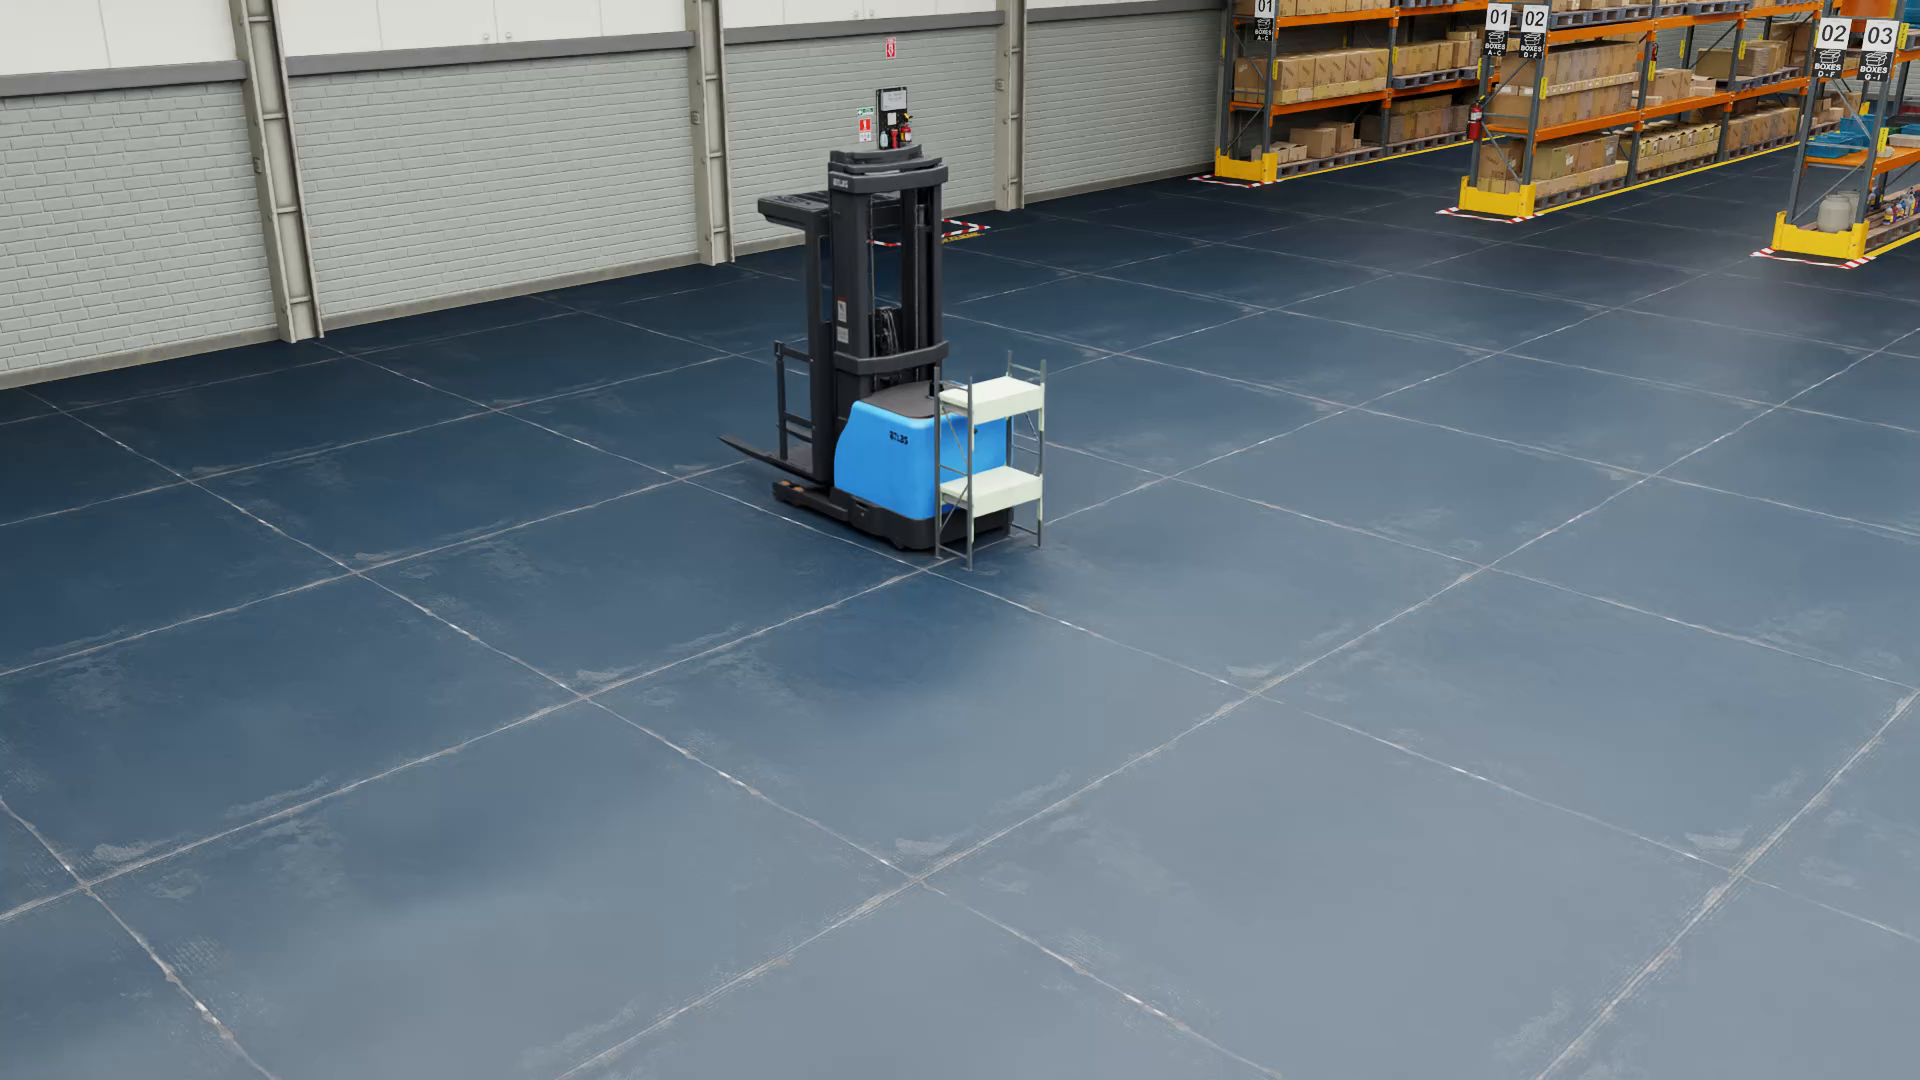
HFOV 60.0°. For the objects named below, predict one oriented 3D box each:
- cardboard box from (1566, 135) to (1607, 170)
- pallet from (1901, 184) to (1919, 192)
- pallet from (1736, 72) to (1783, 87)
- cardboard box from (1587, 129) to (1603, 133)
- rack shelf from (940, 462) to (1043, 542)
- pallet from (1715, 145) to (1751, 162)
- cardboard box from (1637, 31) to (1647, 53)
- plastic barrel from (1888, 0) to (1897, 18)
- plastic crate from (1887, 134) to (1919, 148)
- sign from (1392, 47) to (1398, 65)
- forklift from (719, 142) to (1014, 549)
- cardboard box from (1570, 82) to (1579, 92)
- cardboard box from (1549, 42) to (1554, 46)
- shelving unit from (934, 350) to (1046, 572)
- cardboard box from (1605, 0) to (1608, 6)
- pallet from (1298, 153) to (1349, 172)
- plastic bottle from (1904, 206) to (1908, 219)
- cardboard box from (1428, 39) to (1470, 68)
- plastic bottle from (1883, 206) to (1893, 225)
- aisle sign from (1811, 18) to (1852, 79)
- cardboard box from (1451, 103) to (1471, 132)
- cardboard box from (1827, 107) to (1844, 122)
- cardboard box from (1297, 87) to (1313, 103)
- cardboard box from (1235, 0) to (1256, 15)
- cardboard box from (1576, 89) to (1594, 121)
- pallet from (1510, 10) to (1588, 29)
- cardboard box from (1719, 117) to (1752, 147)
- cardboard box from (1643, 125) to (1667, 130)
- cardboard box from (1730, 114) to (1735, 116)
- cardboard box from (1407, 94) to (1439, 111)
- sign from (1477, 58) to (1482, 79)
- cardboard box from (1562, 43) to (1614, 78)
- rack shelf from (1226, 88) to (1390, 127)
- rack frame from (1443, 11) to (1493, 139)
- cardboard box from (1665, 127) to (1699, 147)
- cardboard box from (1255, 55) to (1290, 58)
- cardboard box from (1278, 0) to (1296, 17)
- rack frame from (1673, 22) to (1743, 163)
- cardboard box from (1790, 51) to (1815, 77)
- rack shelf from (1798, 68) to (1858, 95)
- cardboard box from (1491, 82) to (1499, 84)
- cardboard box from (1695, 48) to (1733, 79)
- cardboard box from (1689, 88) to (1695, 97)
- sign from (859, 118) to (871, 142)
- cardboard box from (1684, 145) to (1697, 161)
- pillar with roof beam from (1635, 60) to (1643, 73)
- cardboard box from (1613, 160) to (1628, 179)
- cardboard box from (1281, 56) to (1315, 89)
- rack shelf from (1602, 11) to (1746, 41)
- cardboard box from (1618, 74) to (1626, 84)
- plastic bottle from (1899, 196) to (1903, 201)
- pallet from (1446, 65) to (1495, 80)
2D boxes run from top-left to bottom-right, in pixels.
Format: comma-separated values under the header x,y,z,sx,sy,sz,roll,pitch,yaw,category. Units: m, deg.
x,y,z,sx,sy,sz,roll,pitch,yaw,category
10.592,-6.578,28.211,0.500,0.500,0.500,19,28,41,cardboard box
16.379,-5.729,27.686,1.003,0.211,1.213,19,28,41,pallet
15.605,-9.184,33.056,1.003,0.211,1.213,19,28,41,pallet
10.914,-6.966,29.220,0.500,0.500,0.500,19,28,41,cardboard box
0.225,-0.296,12.663,0.720,0.370,0.431,-18,27,-38,rack shelf
14.800,-7.654,32.693,1.003,0.211,1.213,19,28,41,pallet
15.933,-12.075,39.890,0.700,0.700,0.980,-19,28,-40,cardboard box
12.922,-7.485,23.338,0.600,0.588,0.600,0,21,0,plastic barrel
14.057,-5.900,24.612,0.530,0.136,0.437,19,28,41,plastic crate
8.304,-9.254,31.763,0.100,0.325,0.005,19,28,41,sign
-0.914,-1.747,13.535,1.130,2.935,3.031,-17,27,-38,forklift
9.818,-7.379,27.048,0.380,0.149,0.250,18,27,39,cardboard box
12.644,-10.793,36.391,0.500,0.500,0.500,19,28,41,cardboard box
0.225,-0.600,12.546,0.755,1.500,0.431,-18,27,-38,shelving unit
10.222,-9.063,27.367,0.637,0.503,0.797,-16,26,-36,cardboard box
6.616,-7.185,31.475,1.003,0.211,1.213,19,28,41,pallet
14.227,-4.955,25.073,0.097,0.201,0.097,0,21,0,plastic bottle
10.009,-9.990,34.132,0.700,0.500,0.500,16,26,36,cardboard box
13.706,-4.796,24.560,0.097,0.271,0.097,0,21,0,plastic bottle
11.955,-6.745,22.819,0.394,0.787,0.004,19,28,41,aisle sign
10.235,-8.852,34.796,0.500,0.500,0.700,-20,29,-41,cardboard box
18.946,-9.313,36.343,0.500,0.250,0.500,19,28,41,cardboard box
6.039,-8.078,30.091,0.500,0.250,0.500,18,28,39,cardboard box
5.229,-9.582,29.476,0.500,0.500,0.500,-18,27,-38,cardboard box
10.084,-7.279,27.691,0.500,0.500,0.700,-19,28,-40,cardboard box
9.183,-8.251,26.302,1.003,0.211,1.213,19,28,41,pallet
15.136,-7.993,32.560,0.500,0.500,0.500,18,27,39,cardboard box
12.959,-7.618,31.180,0.500,0.311,0.500,18,28,39,cardboard box
15.098,-8.244,33.212,0.500,0.500,0.500,18,27,39,cardboard box
9.438,-8.938,33.974,0.500,0.250,0.500,19,28,40,cardboard box
8.292,-7.507,26.481,0.100,0.325,0.005,19,28,41,sign
10.455,-8.023,27.818,0.700,0.500,0.500,19,28,41,cardboard box
6.515,-8.134,31.058,1.077,0.370,4.000,19,28,41,rack shelf
10.700,-10.012,34.942,1.000,3.000,0.127,19,28,41,rack frame
13.351,-7.487,30.838,0.500,0.311,0.500,19,28,40,cardboard box
5.654,-8.546,30.264,0.500,0.500,0.500,-20,29,-41,cardboard box
5.532,-9.435,29.092,0.500,0.500,0.500,-19,28,-41,cardboard box
14.252,-8.773,31.718,1.000,3.000,0.127,19,28,41,rack frame
17.593,-9.911,34.539,0.500,0.500,0.500,-19,28,-41,cardboard box
18.438,-9.979,35.860,1.077,0.370,4.000,19,28,41,rack shelf
11.923,-9.584,36.240,0.750,0.750,0.750,19,28,40,cardboard box
14.611,-9.206,32.120,0.700,0.500,0.500,9,23,23,cardboard box
13.403,-8.314,30.874,0.250,0.149,0.380,-18,27,-38,cardboard box
-1.409,-6.084,24.673,0.001,0.329,0.234,19,28,41,sign
13.350,-7.227,30.944,0.500,0.250,0.500,-19,28,-41,cardboard box
20.629,-14.702,38.781,9.100,9.000,0.400,19,28,41,pillar with roof beam
11.295,-6.483,29.009,0.500,0.250,0.500,19,28,41,cardboard box
6.020,-8.417,29.928,0.500,0.500,0.500,19,28,41,cardboard box
12.857,-9.323,29.972,1.077,0.370,4.000,19,28,41,rack shelf
11.071,-7.840,28.247,0.380,0.149,0.250,18,28,39,cardboard box
14.315,-5.090,25.311,0.061,0.283,0.133,19,28,41,plastic bottle
10.279,-9.712,34.430,1.213,0.211,1.003,19,28,41,pallet
